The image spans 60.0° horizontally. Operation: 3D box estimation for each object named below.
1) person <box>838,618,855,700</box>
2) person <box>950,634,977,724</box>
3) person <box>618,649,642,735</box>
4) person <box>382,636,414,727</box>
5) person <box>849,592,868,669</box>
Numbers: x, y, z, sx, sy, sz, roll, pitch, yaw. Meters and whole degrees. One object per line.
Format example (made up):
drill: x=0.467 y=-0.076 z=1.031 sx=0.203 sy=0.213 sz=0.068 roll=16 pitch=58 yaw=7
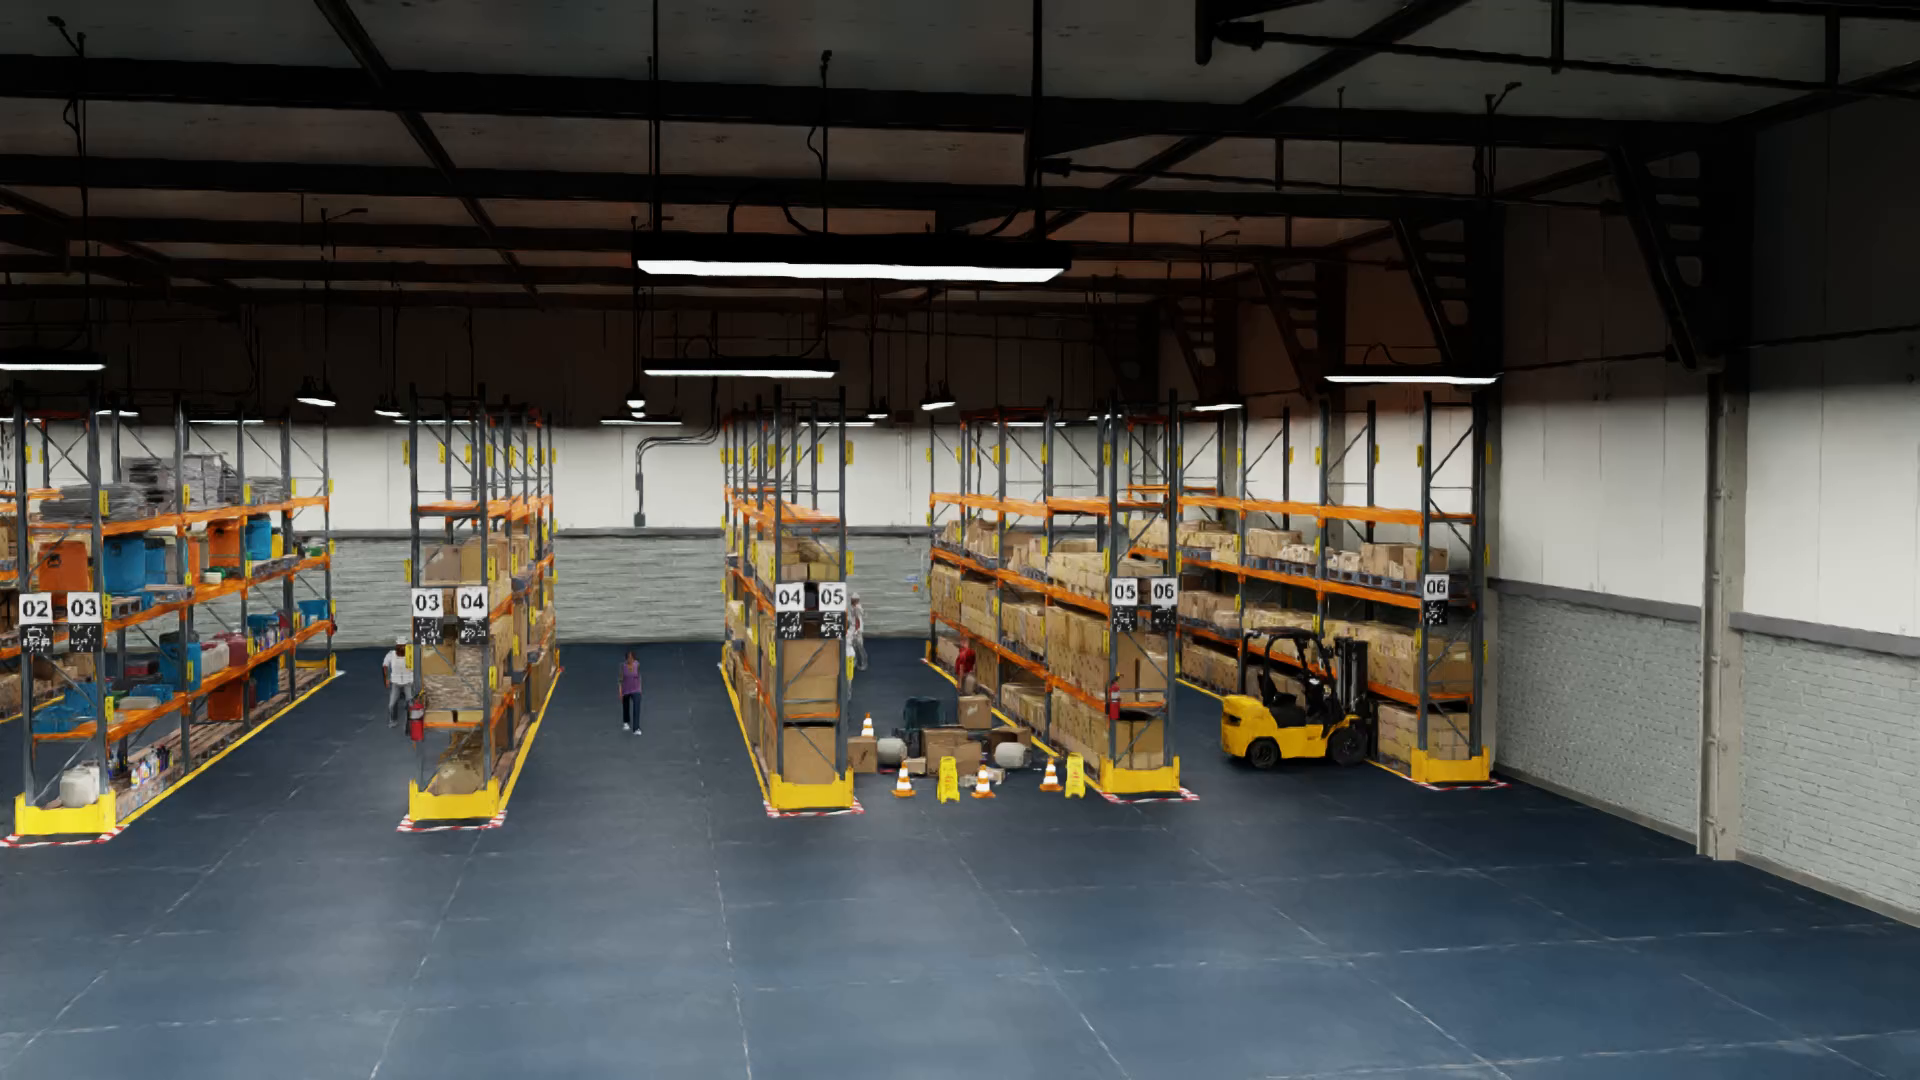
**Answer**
person: x=-2.382 y=2.428 z=34.063 sx=0.463 sy=1.677 sz=0.524 roll=1 pitch=3 yaw=20
person: x=0.072 y=2.588 z=30.415 sx=0.578 sy=1.714 sz=0.654 roll=1 pitch=3 yaw=14
person: x=-5.937 y=2.710 z=29.902 sx=0.419 sy=1.514 sz=1.038 roll=-1 pitch=3 yaw=-13
person: x=-10.238 y=2.607 z=30.519 sx=0.719 sy=1.714 sz=0.578 roll=-1 pitch=3 yaw=-11
person: x=-2.466 y=2.125 z=39.160 sx=0.585 sy=1.787 sz=0.740 roll=0 pitch=3 yaw=-6
